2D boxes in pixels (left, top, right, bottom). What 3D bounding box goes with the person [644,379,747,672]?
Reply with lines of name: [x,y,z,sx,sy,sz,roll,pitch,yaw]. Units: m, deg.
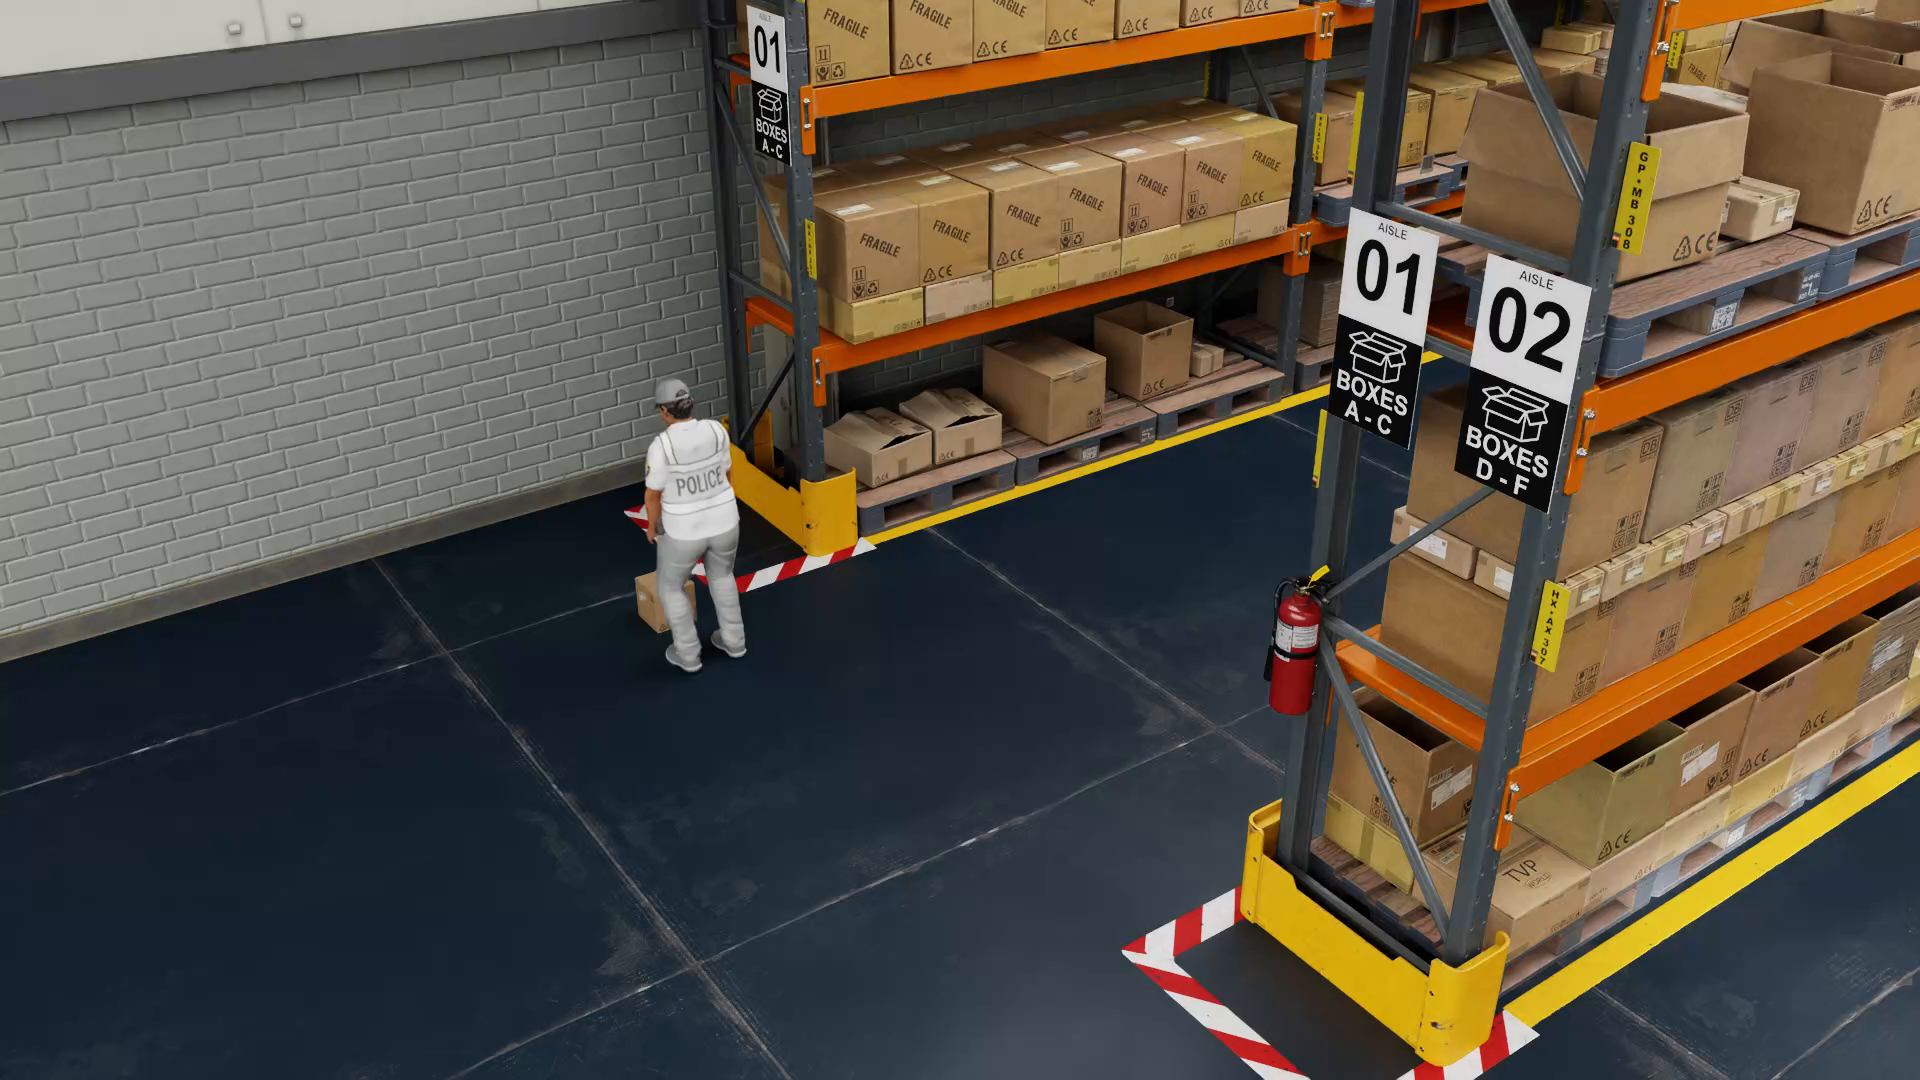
person: [-1.421,-0.067,8.790,0.489,1.633,0.450,-18,34,-29]
